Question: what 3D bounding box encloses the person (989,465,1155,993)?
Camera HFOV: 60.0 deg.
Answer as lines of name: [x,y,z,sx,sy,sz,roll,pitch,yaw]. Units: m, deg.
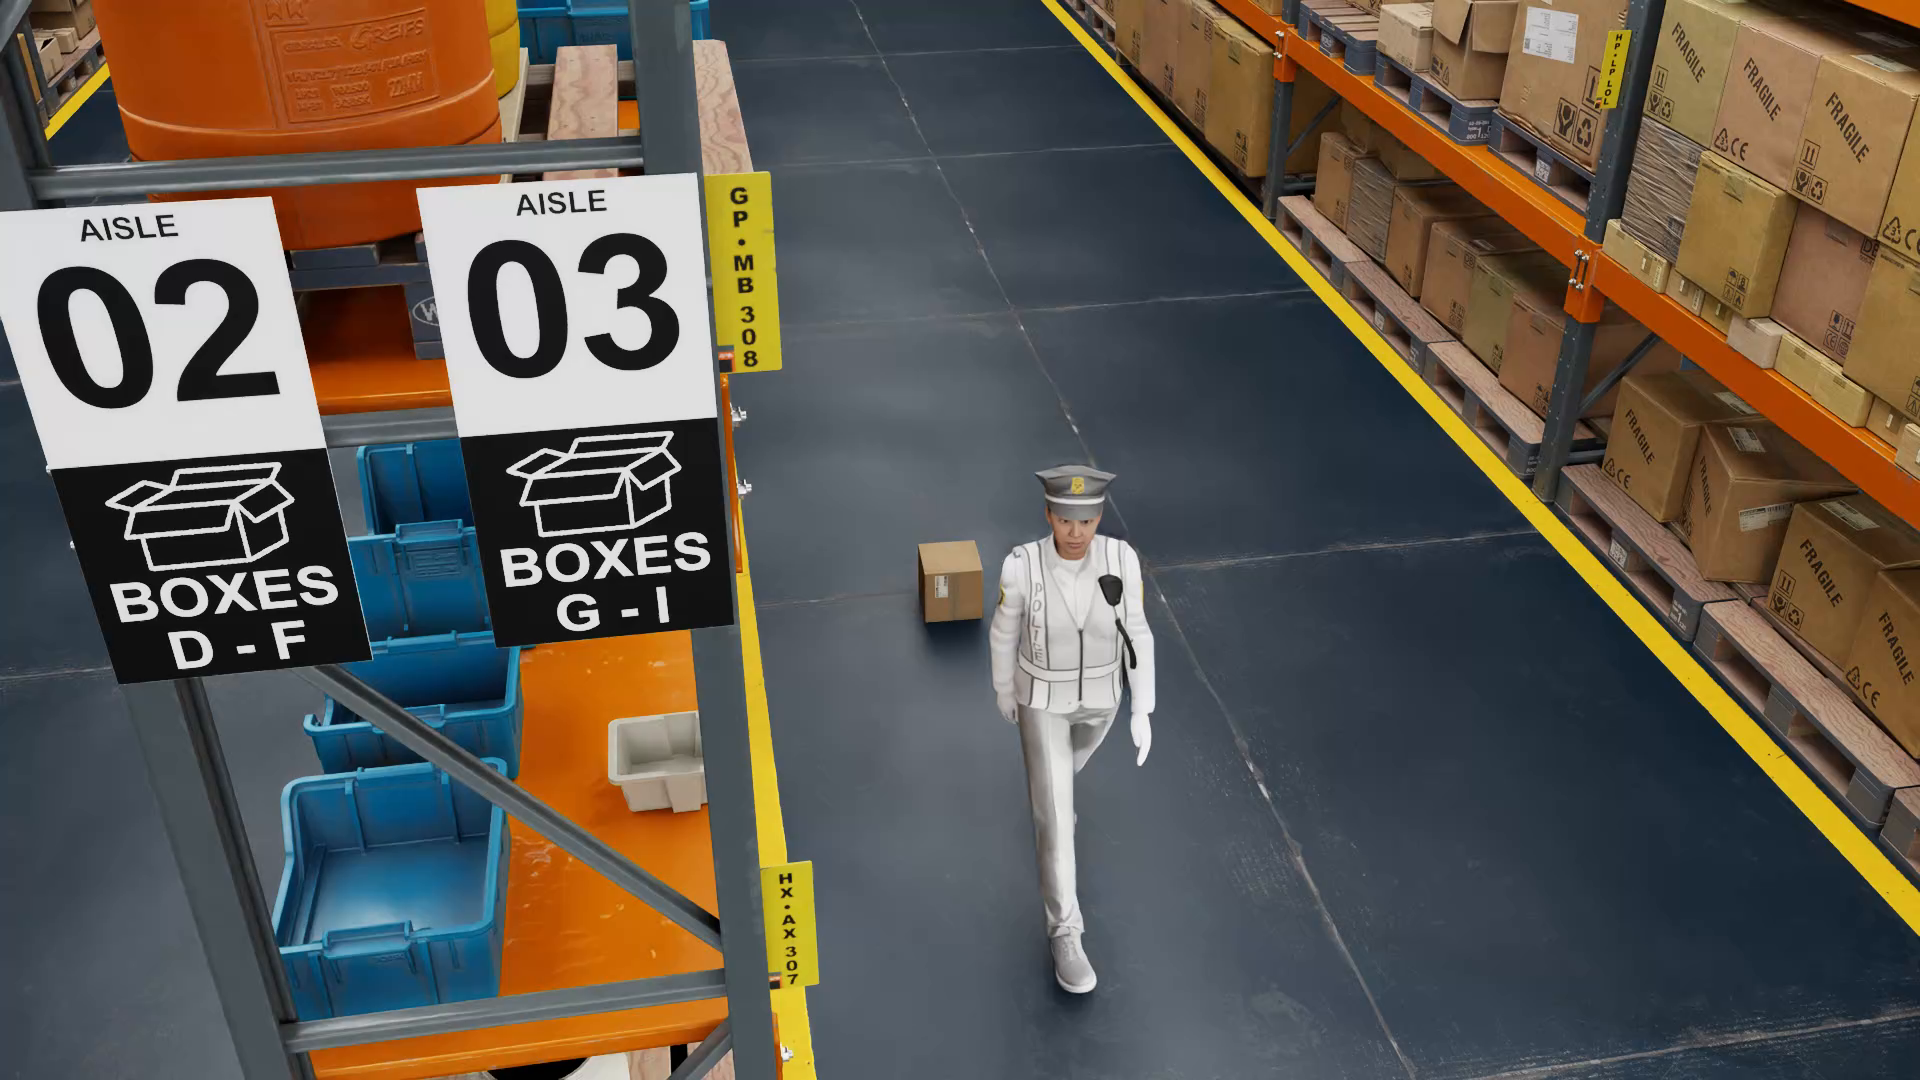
person: [0.365,0.494,5.265,0.490,1.630,1.016,-7,32,-11]
